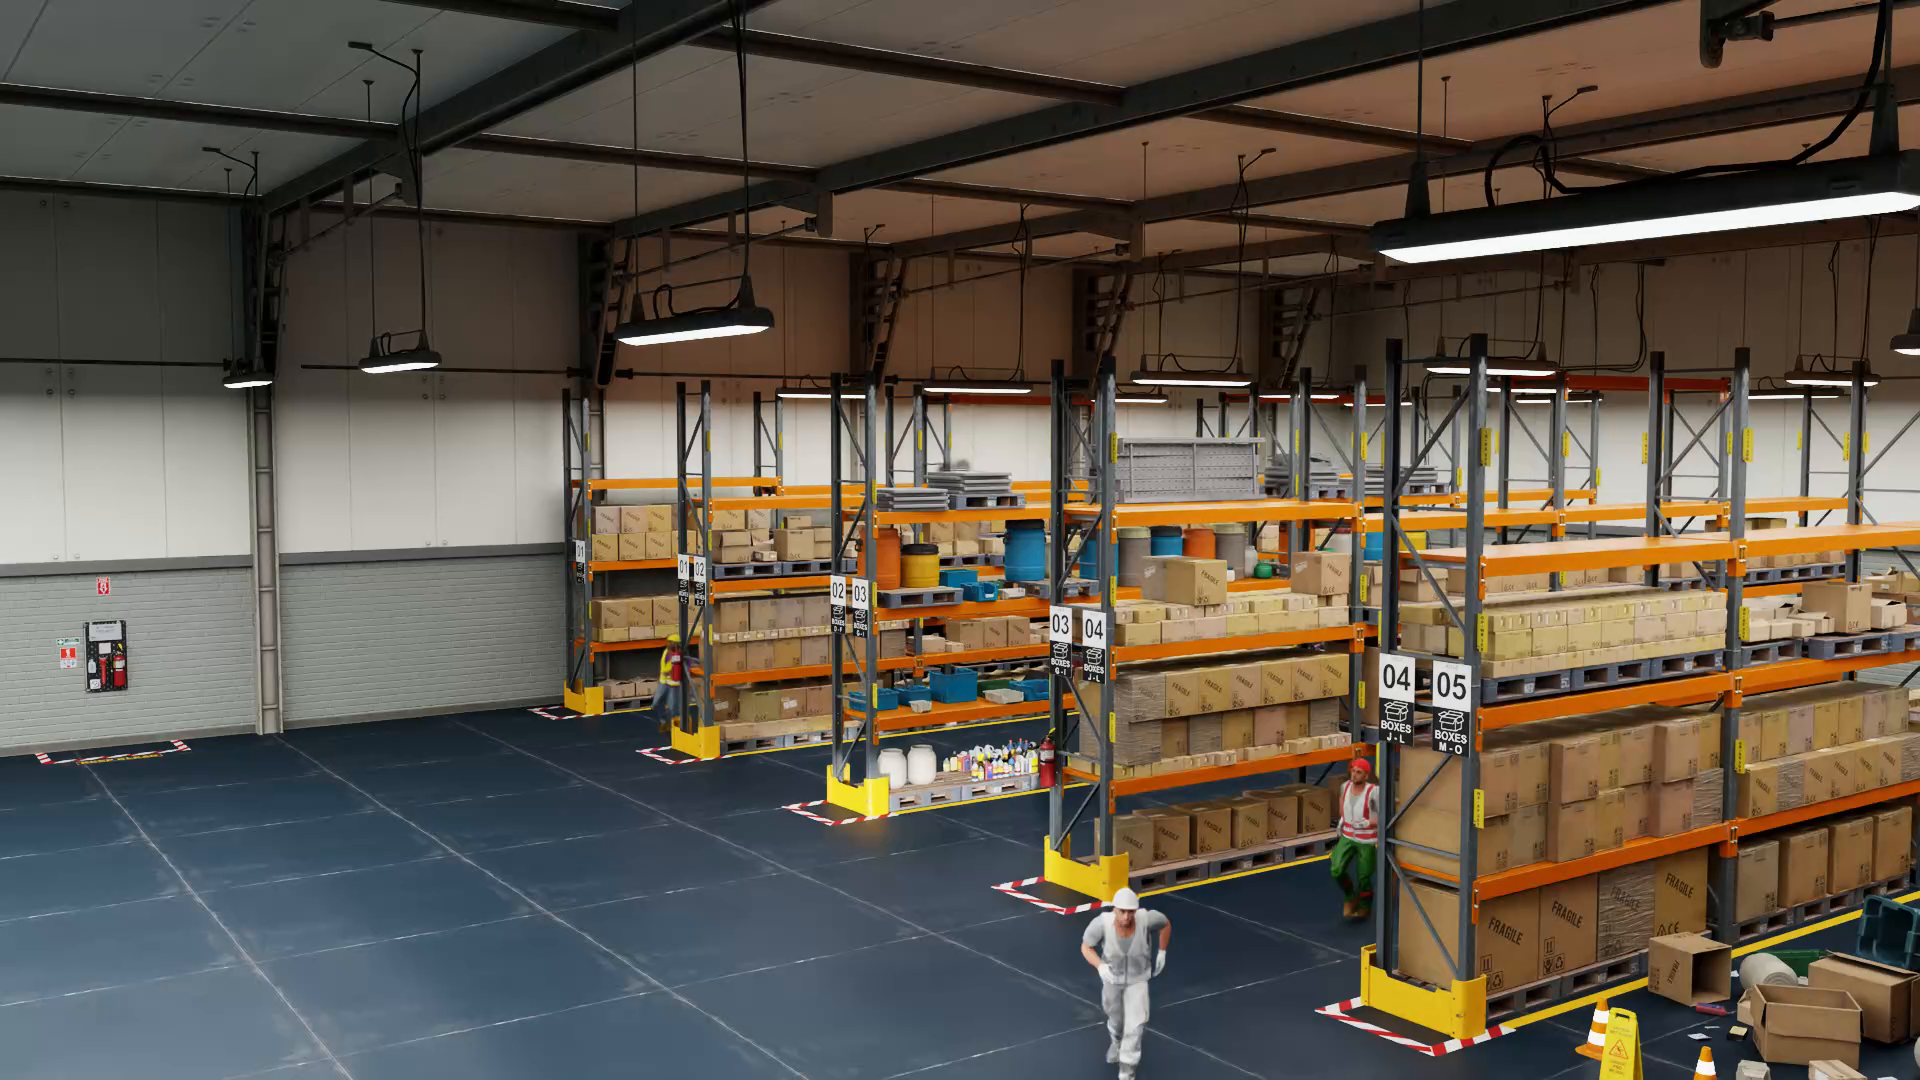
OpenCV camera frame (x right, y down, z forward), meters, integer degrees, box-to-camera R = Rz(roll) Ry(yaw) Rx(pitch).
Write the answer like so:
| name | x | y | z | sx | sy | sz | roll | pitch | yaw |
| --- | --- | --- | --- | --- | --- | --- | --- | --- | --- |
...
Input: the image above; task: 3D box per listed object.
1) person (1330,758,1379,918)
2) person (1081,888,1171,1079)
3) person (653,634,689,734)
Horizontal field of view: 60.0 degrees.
| name | x | y | z | sx | sy | sz | roll | pitch | yaw |
| --- | --- | --- | --- | --- | --- | --- | --- | --- | --- |
| person | 4.192 | 3.149 | 17.489 | 0.650 | 1.736 | 0.688 | 3 | 5 | 39 |
| person | 1.297 | 3.495 | 13.088 | 0.703 | 1.731 | 1.060 | 0 | 4 | 1 |
| person | -4.921 | 2.471 | 28.468 | 0.696 | 1.748 | 0.652 | 2 | 4 | 27 |
